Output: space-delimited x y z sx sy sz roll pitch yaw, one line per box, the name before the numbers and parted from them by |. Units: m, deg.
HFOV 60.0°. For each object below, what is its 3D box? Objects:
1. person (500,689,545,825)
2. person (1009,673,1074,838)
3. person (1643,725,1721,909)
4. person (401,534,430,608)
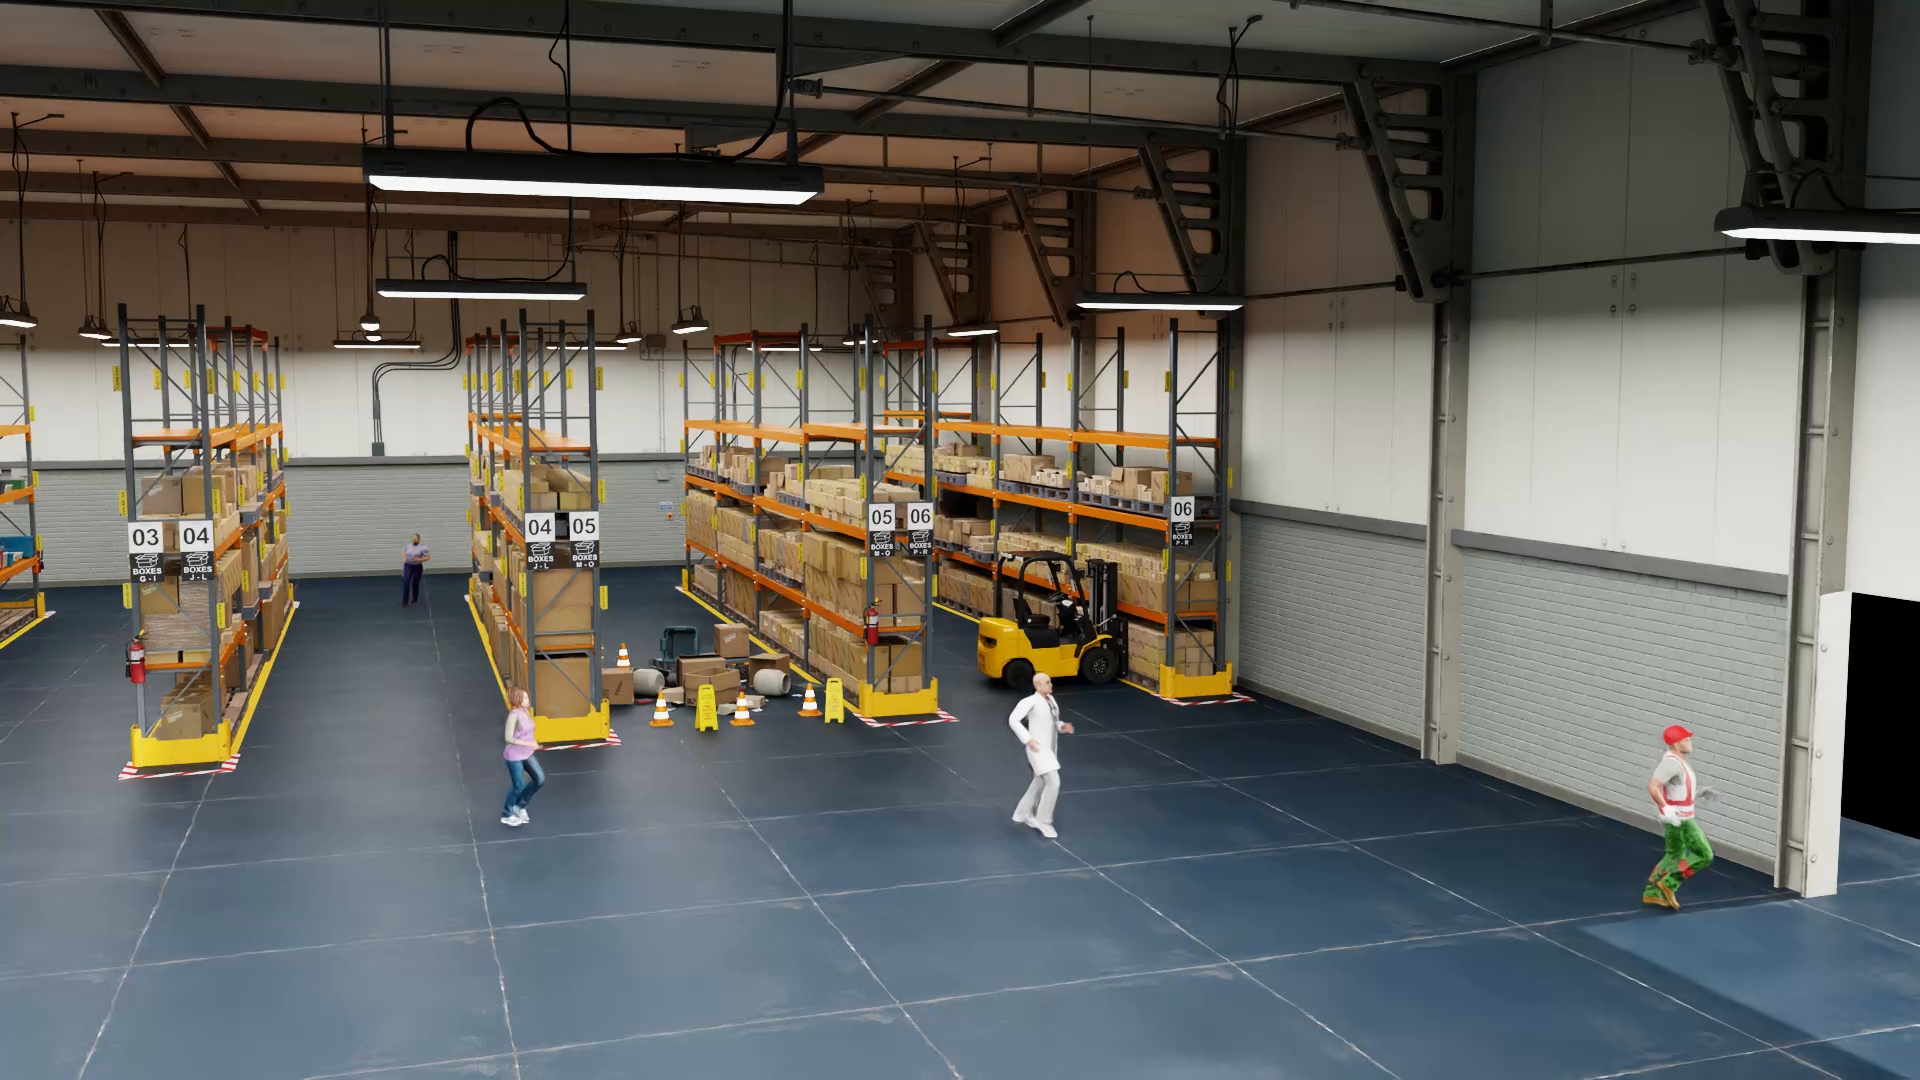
person | -4.917 2.443 18.681 0.604 1.568 0.541 2 6 17
person | 0.918 2.394 18.451 0.721 1.850 0.692 3 6 28
person | 6.830 2.620 15.711 0.645 1.741 0.639 2 6 22
person | -12.194 0.683 37.277 0.628 1.648 0.851 0 5 -5
